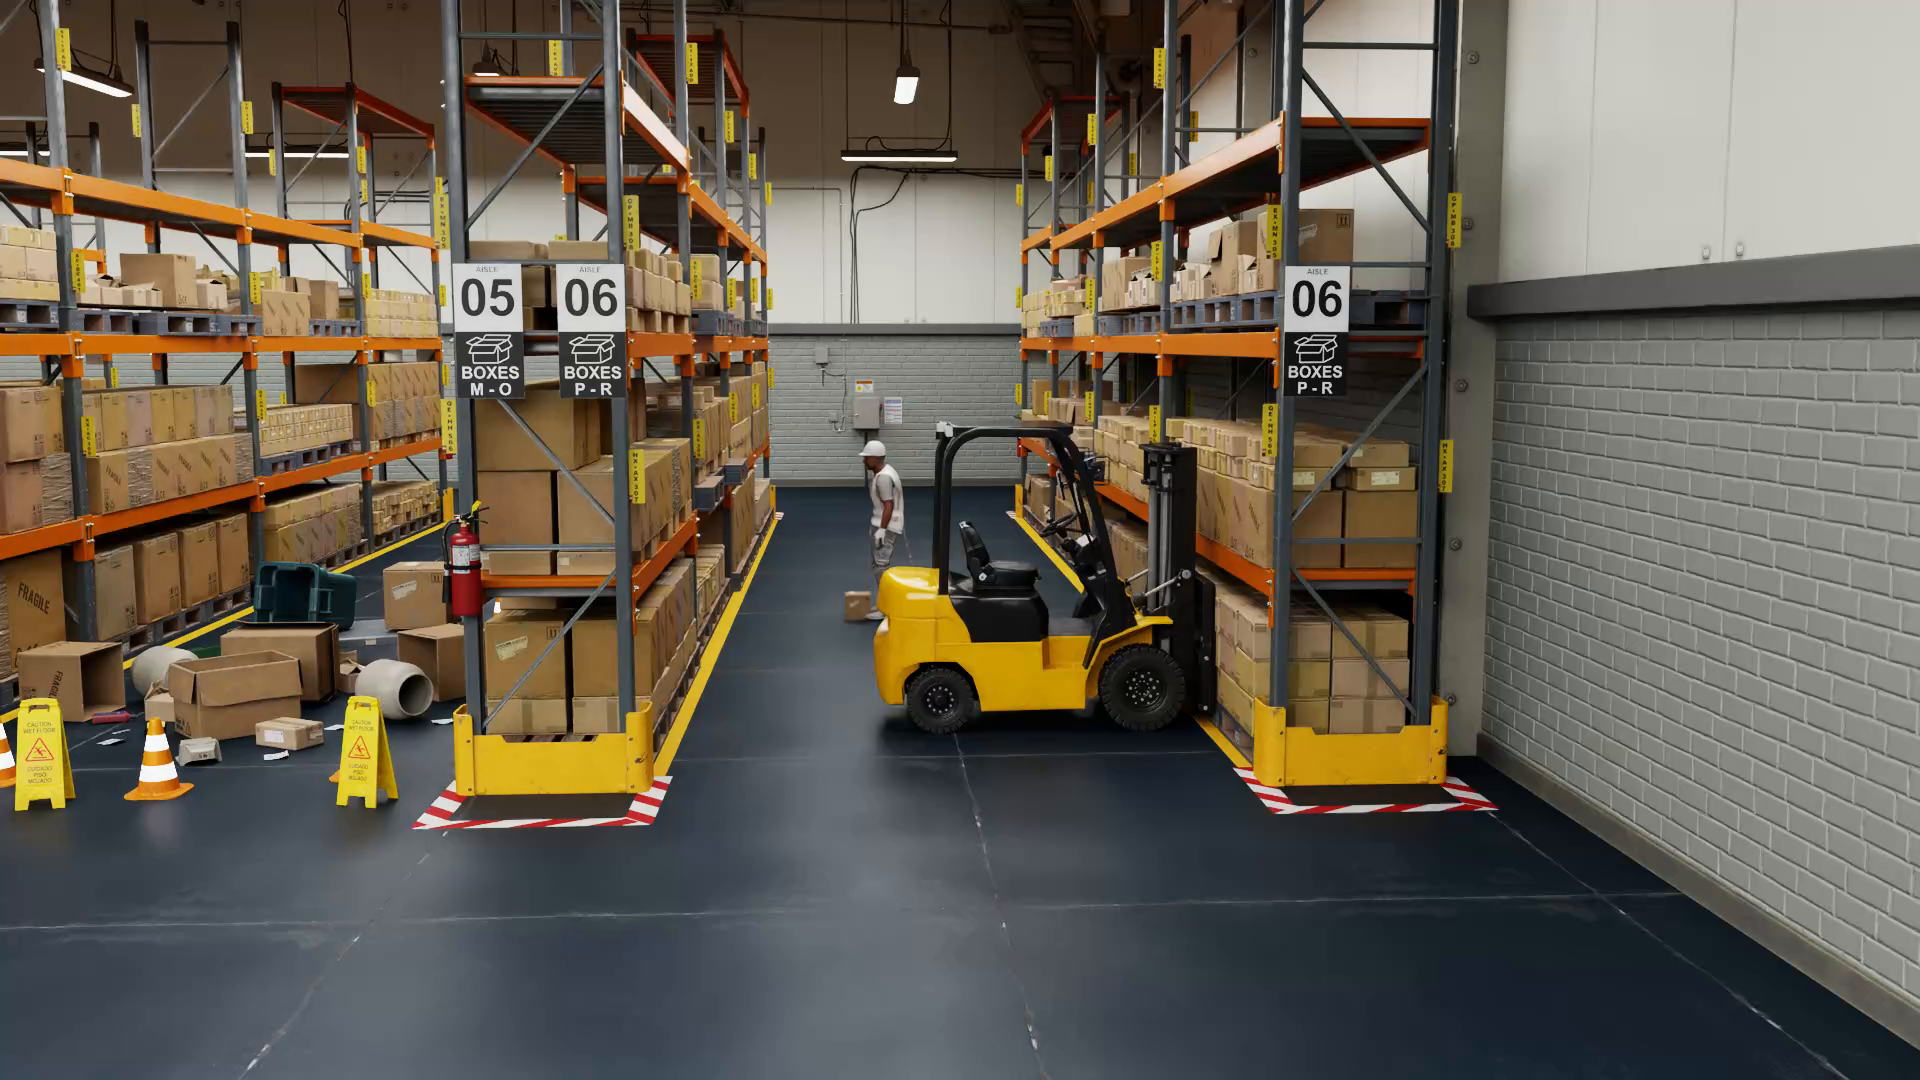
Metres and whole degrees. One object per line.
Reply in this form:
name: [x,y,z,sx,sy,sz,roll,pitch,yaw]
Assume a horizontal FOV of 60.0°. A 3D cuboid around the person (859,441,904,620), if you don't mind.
person: [-0.784,-0.102,16.550,0.446,1.774,0.604,-1,7,-6]
